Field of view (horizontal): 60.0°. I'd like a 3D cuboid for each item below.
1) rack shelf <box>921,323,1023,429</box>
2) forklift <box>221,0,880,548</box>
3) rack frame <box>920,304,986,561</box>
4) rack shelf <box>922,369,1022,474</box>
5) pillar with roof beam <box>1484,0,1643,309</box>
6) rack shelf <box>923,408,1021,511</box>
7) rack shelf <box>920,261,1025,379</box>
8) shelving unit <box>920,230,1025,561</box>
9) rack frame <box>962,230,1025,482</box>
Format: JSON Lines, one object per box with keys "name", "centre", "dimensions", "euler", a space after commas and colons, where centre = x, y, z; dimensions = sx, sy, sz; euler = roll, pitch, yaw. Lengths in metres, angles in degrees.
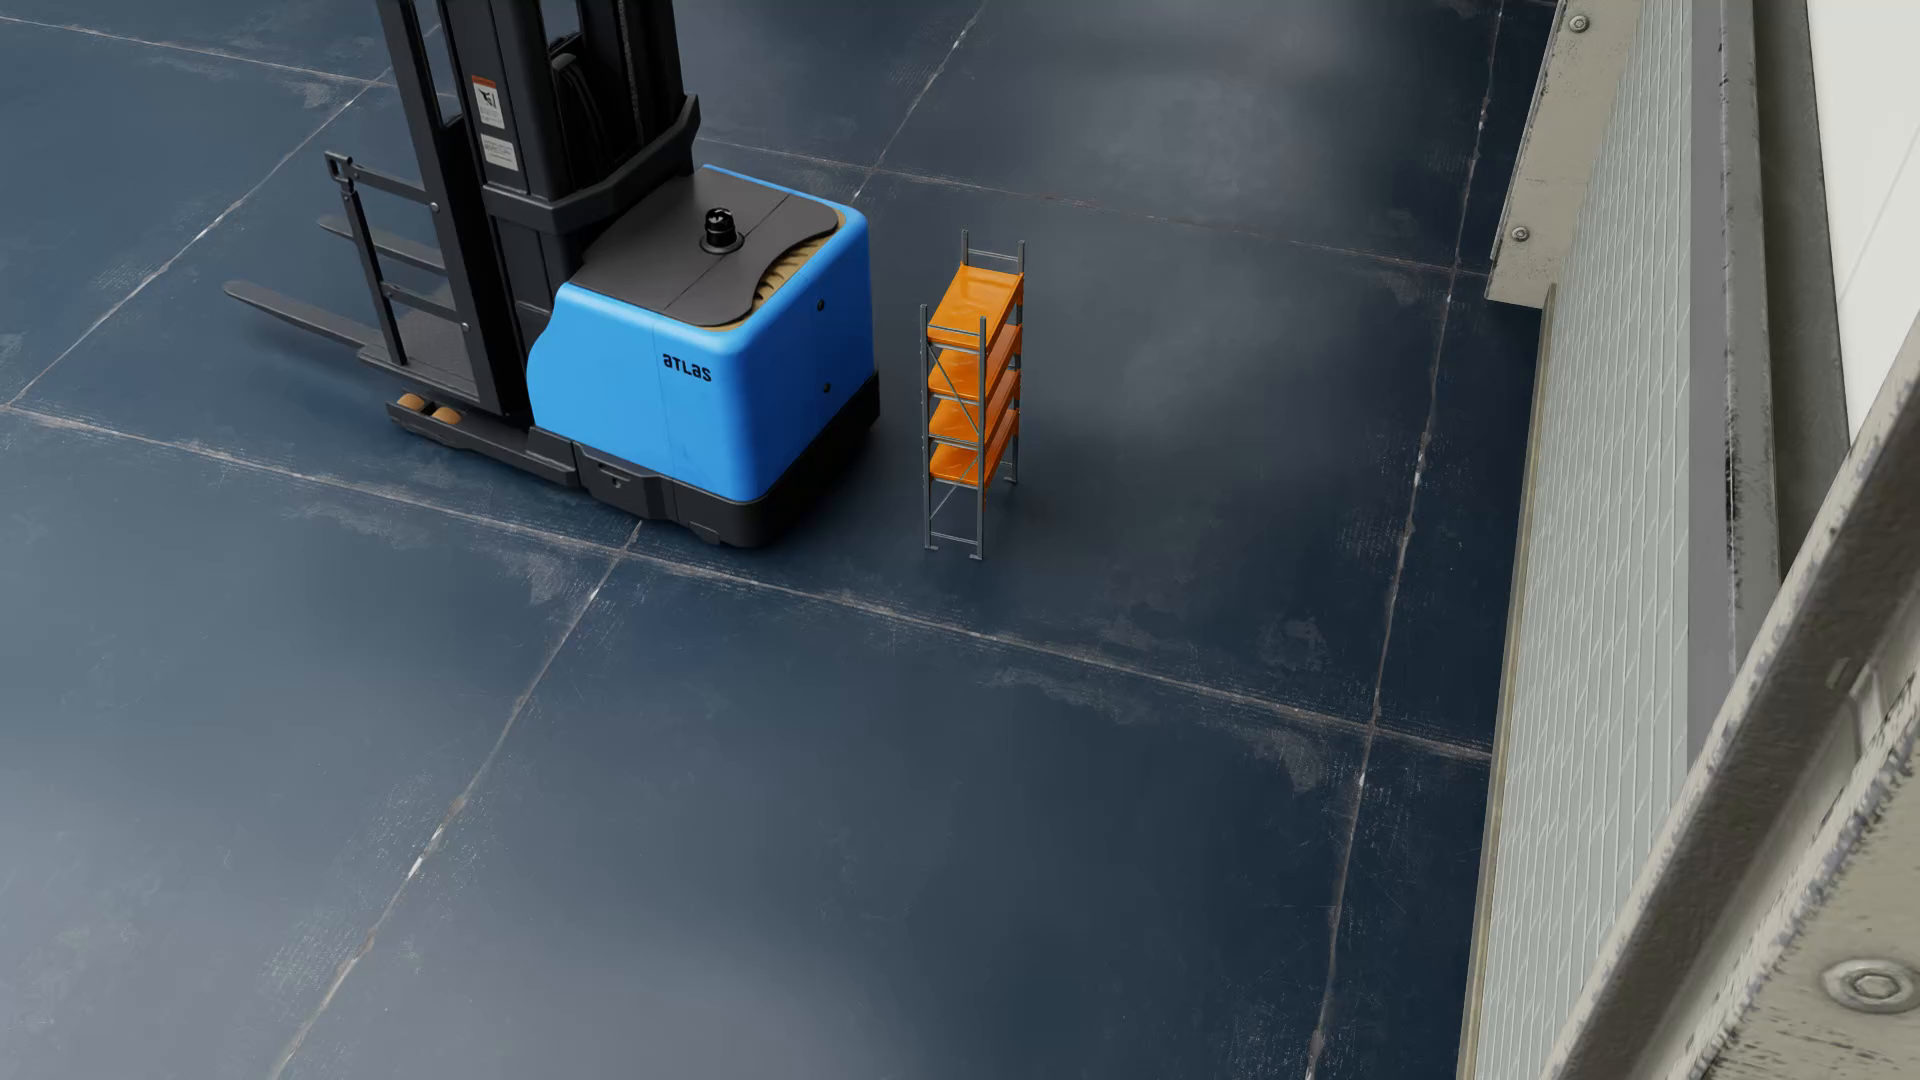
{"name": "rack shelf", "centre": [0.050, -0.651, 6.334], "dimensions": [0.258, 0.148, 0.480], "euler": [13, 46, 13]}
{"name": "forklift", "centre": [-1.893, -1.757, 6.450], "dimensions": [3.031, 2.935, 1.130], "euler": [20, 48, 20]}
{"name": "rack frame", "centre": [-0.024, -0.377, 6.277], "dimensions": [0.240, 1.200, 0.015], "euler": [13, 46, 13]}
{"name": "rack shelf", "centre": [0.050, -0.491, 6.490], "dimensions": [0.258, 0.148, 0.480], "euler": [13, 46, 13]}
{"name": "pillar with roof beam", "centre": [-1.397, -5.379, 5.813], "dimensions": [9.100, 9.000, 0.400], "euler": [13, 46, 13]}
{"name": "rack shelf", "centre": [0.050, -0.349, 6.629], "dimensions": [0.258, 0.148, 0.480], "euler": [13, 46, 13]}
{"name": "rack shelf", "centre": [0.050, -0.820, 6.168], "dimensions": [0.258, 0.148, 0.480], "euler": [13, 46, 13]}
{"name": "shelving unit", "centre": [0.050, -0.539, 6.443], "dimensions": [0.258, 1.200, 0.503], "euler": [13, 46, 13]}
{"name": "rack frame", "centre": [0.124, -0.702, 6.609], "dimensions": [0.240, 1.200, 0.015], "euler": [13, 46, 13]}
